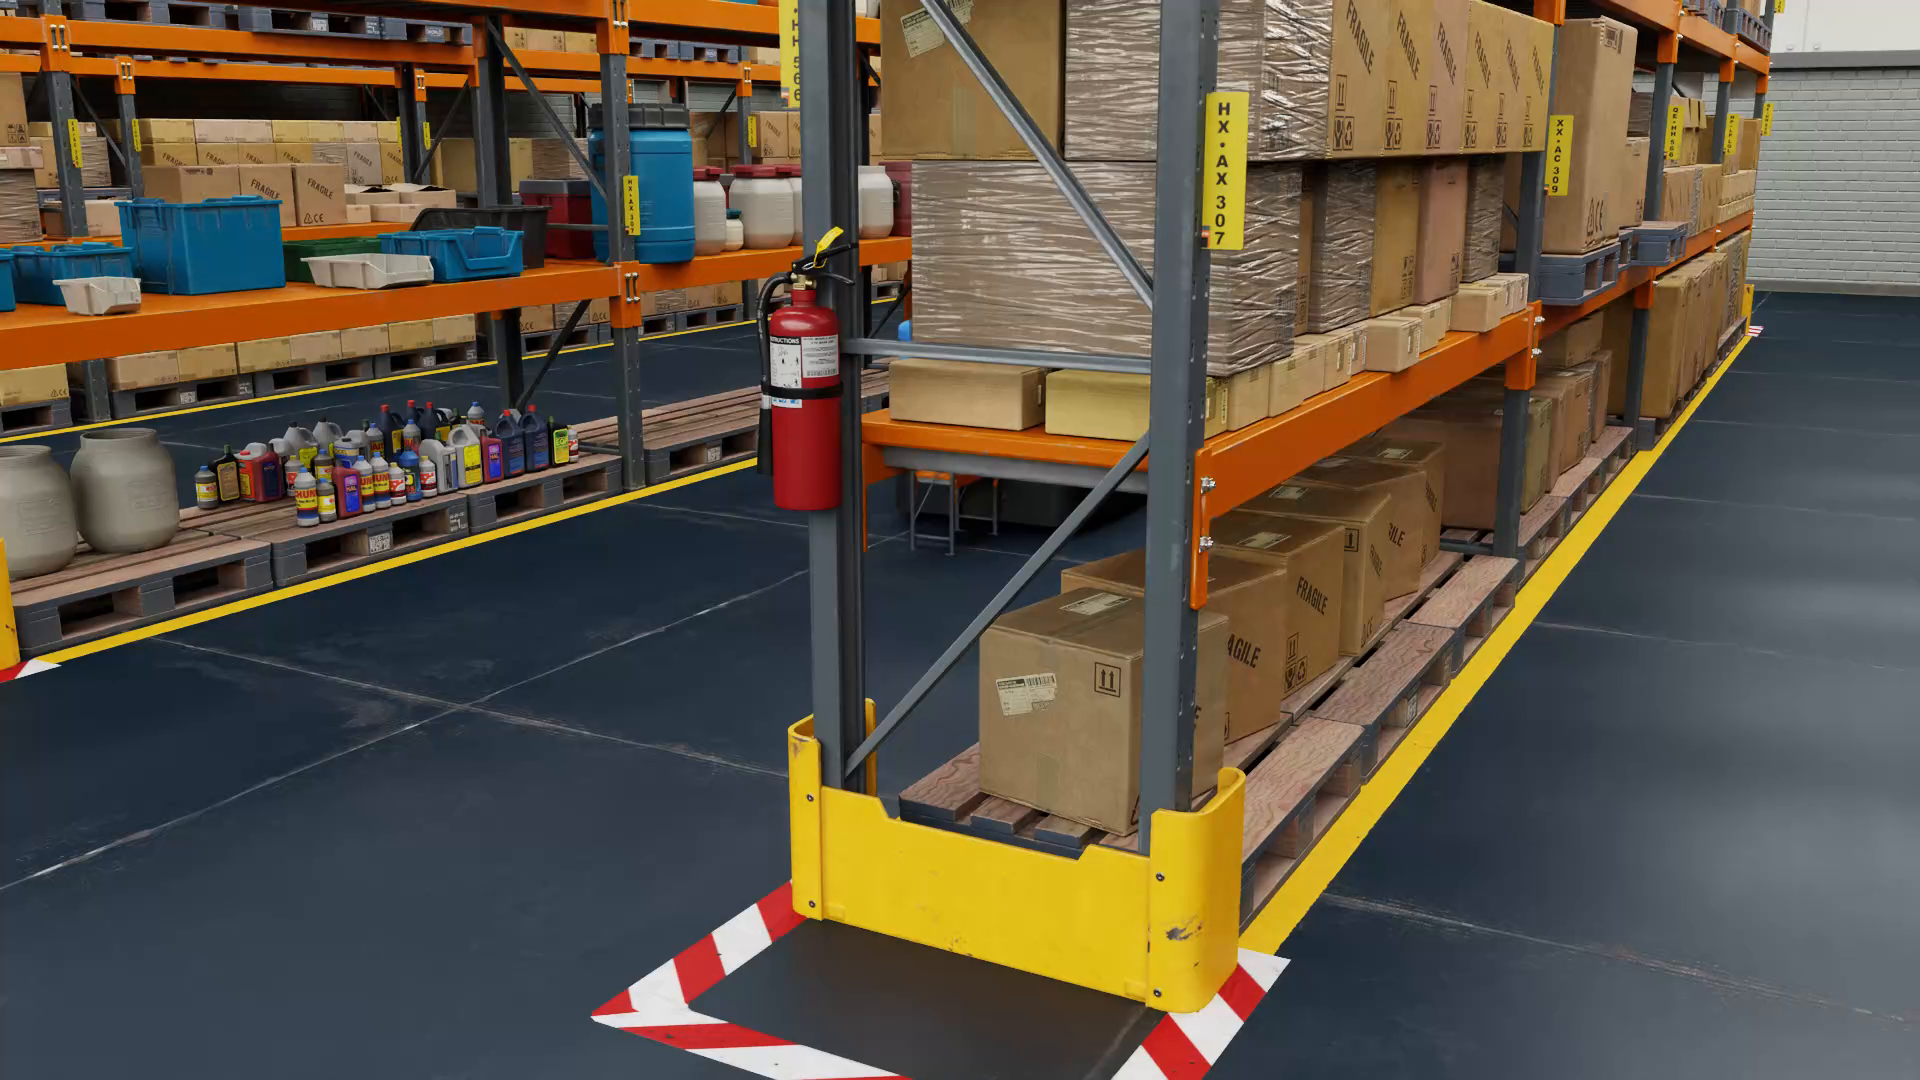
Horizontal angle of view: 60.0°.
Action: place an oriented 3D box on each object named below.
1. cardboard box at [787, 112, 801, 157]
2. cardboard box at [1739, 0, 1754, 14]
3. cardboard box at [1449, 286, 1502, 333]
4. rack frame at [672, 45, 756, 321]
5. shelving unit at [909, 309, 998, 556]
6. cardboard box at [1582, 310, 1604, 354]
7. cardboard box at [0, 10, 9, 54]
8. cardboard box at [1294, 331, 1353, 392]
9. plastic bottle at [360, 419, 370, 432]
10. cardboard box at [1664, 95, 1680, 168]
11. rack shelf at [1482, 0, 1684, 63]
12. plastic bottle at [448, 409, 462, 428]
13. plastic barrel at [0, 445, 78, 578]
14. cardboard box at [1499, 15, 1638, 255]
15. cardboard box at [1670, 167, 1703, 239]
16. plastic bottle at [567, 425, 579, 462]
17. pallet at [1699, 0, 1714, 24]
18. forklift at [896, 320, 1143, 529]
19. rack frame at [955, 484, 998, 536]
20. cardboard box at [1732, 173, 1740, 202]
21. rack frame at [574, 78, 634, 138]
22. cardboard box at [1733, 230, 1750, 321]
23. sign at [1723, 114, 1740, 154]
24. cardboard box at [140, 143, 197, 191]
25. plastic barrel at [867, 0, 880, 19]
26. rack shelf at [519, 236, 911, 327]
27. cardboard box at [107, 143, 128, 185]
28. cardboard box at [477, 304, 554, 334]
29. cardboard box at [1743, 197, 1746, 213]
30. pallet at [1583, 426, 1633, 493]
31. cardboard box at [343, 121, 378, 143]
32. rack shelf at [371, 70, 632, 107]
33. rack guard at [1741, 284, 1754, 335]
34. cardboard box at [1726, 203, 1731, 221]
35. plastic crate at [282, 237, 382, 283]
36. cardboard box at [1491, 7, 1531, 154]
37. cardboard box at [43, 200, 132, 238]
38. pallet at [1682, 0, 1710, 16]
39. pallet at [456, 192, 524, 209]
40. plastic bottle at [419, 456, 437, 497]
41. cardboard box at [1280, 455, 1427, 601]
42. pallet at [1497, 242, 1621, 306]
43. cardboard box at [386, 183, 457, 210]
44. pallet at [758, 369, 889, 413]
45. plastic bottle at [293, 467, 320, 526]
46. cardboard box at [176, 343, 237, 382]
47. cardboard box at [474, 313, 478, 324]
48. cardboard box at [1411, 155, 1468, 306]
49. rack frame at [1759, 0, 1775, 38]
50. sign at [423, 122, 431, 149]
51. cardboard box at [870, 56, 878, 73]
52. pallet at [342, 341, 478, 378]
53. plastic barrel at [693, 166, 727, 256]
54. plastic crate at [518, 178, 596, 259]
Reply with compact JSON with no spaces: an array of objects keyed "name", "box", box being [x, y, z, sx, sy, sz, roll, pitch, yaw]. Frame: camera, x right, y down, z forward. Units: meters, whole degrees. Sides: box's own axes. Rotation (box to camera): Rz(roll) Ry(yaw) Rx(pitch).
[{"name":"cardboard box","box":[-2.061,-4.715,19.343,0.500,0.500,0.500,7,15,26]},{"name":"cardboard box","box":[6.853,-5.014,15.209,0.700,0.500,0.500,8,16,30]},{"name":"cardboard box","box":[1.846,-0.887,6.348,0.380,0.149,0.250,7,15,28]},{"name":"rack frame","box":[-2.784,-4.009,18.764,1.000,3.000,0.127,7,15,28]},{"name":"shelving unit","box":[-0.024,-0.567,8.327,0.258,1.200,0.503,7,15,26]},{"name":"cardboard box","box":[3.655,-1.288,10.271,0.500,0.250,0.500,8,16,30]},{"name":"cardboard box","box":[-9.764,-5.012,16.259,0.797,0.503,0.637,10,17,36]},{"name":"cardboard box","box":[0.933,-0.536,4.895,0.380,0.149,0.250,7,15,28]},{"name":"plastic bottle","box":[-3.278,-0.513,9.118,0.061,0.283,0.133,8,16,31]},{"name":"cardboard box","box":[4.637,-2.883,11.740,0.797,0.503,0.637,8,16,29]},{"name":"rack shelf","box":[2.986,-2.764,8.732,1.077,0.370,4.000,7,15,28]},{"name":"plastic bottle","box":[-2.894,-0.602,9.489,0.061,0.283,0.133,7,15,28]},{"name":"plastic barrel","box":[-3.999,-0.124,7.059,0.421,0.512,0.421,0,14,0]},{"name":"cardboard box","box":[2.525,-1.888,7.788,1.000,1.000,1.000,7,15,28]},{"name":"cardboard box","box":[5.161,-2.497,12.278,0.500,0.500,0.500,7,15,28]},{"name":"plastic bottle","box":[-2.220,-0.550,9.446,0.097,0.201,0.097,0,14,0]},{"name":"pallet","box":[4.755,-3.800,11.898,1.003,0.211,1.213,8,16,31]},{"name":"forklift","box":[0.776,-1.782,9.670,1.130,2.935,3.031,7,15,26]},{"name":"rack frame","box":[0.087,-0.618,8.538,0.240,1.200,0.015,7,15,26]},{"name":"cardboard box","box":[6.833,-3.233,15.229,0.500,0.250,0.500,8,16,29]},{"name":"rack frame","box":[-5.188,-5.391,24.493,1.000,3.000,0.127,7,15,28]},{"name":"cardboard box","box":[7.580,-2.738,17.127,0.875,0.875,0.875,7,15,28]},{"name":"sign","box":[6.366,-3.351,13.732,0.100,0.325,0.005,7,15,28]},{"name":"cardboard box","box":[-8.597,-4.023,17.929,0.500,0.500,0.500,8,16,30]},{"name":"plastic barrel","box":[-0.802,-4.110,12.544,0.421,0.512,0.421,0,14,0]},{"name":"rack shelf","box":[-1.350,-1.867,11.411,1.077,0.370,4.000,7,15,28]},{"name":"cardboard box","box":[-9.058,-4.079,18.162,0.500,0.500,0.500,7,15,28]},{"name":"cardboard box","box":[-4.247,-2.248,15.855,0.500,0.500,0.500,8,16,30]},{"name":"cardboard box","box":[7.443,-3.265,16.211,0.380,0.149,0.250,7,15,27]},{"name":"pallet","box":[3.573,-0.550,10.364,1.003,0.211,1.213,7,15,28]},{"name":"cardboard box","box":[-7.380,-4.909,20.004,0.500,0.250,0.500,8,16,29]},{"name":"rack shelf","box":[-6.155,-6.089,22.524,1.077,0.370,4.000,7,15,28]},{"name":"rack guard","box":[7.831,-2.497,17.823,1.175,0.500,0.348,7,15,28]},{"name":"cardboard box","box":[6.574,-2.895,14.678,0.380,0.149,0.250,8,16,30]},{"name":"plastic crate","box":[-3.220,-1.457,8.627,0.450,0.188,0.662,7,15,28]},{"name":"cardboard box","box":[1.801,-1.698,6.195,0.500,0.500,0.500,7,15,28]},{"name":"cardboard box","box":[-6.452,-2.401,12.413,0.500,0.250,0.500,9,16,32]},{"name":"pallet","box":[4.217,-3.570,10.945,1.213,0.211,1.003,8,16,31]},{"name":"pallet","box":[-4.451,-3.243,15.993,1.213,0.211,1.003,7,15,28]},{"name":"plastic bottle","box":[-2.740,-0.329,8.530,0.097,0.201,0.097,0,14,0]},{"name":"cardboard box","box":[1.520,-0.038,6.729,0.500,0.500,0.500,-12,18,-41]},{"name":"pallet","box":[2.516,-1.292,7.902,1.003,0.211,1.213,7,15,28]},{"name":"cardboard box","box":[-4.932,-3.076,15.082,0.500,0.311,0.500,9,16,32]},{"name":"pallet","box":[-0.792,-1.117,12.715,1.003,0.211,1.213,7,15,28]},{"name":"plastic bottle","box":[-3.101,-0.210,7.886,0.097,0.271,0.097,0,14,0]},{"name":"cardboard box","box":[-5.991,-1.395,12.890,0.500,0.250,0.500,8,16,29]},{"name":"cardboard box","box":[-4.471,-2.406,16.508,0.500,0.500,0.500,8,16,30]},{"name":"cardboard box","box":[1.321,-1.140,6.015,0.875,0.500,0.500,7,15,28]},{"name":"rack frame","box":[7.820,-6.623,16.806,1.000,3.000,0.127,7,15,28]},{"name":"sign","box":[-6.642,-5.035,20.716,0.100,0.325,0.005,7,15,28]},{"name":"cardboard box","box":[-1.349,-5.875,20.421,0.500,0.250,0.500,7,15,28]},{"name":"pallet","box":[-5.150,-1.669,15.005,1.003,0.211,1.213,7,15,28]},{"name":"plastic barrel","box":[-1.663,-2.044,10.320,0.433,0.535,0.433,0,14,0]},{"name":"plastic crate","box":[-2.351,-1.971,10.173,0.402,0.464,0.583,7,15,28]}]
